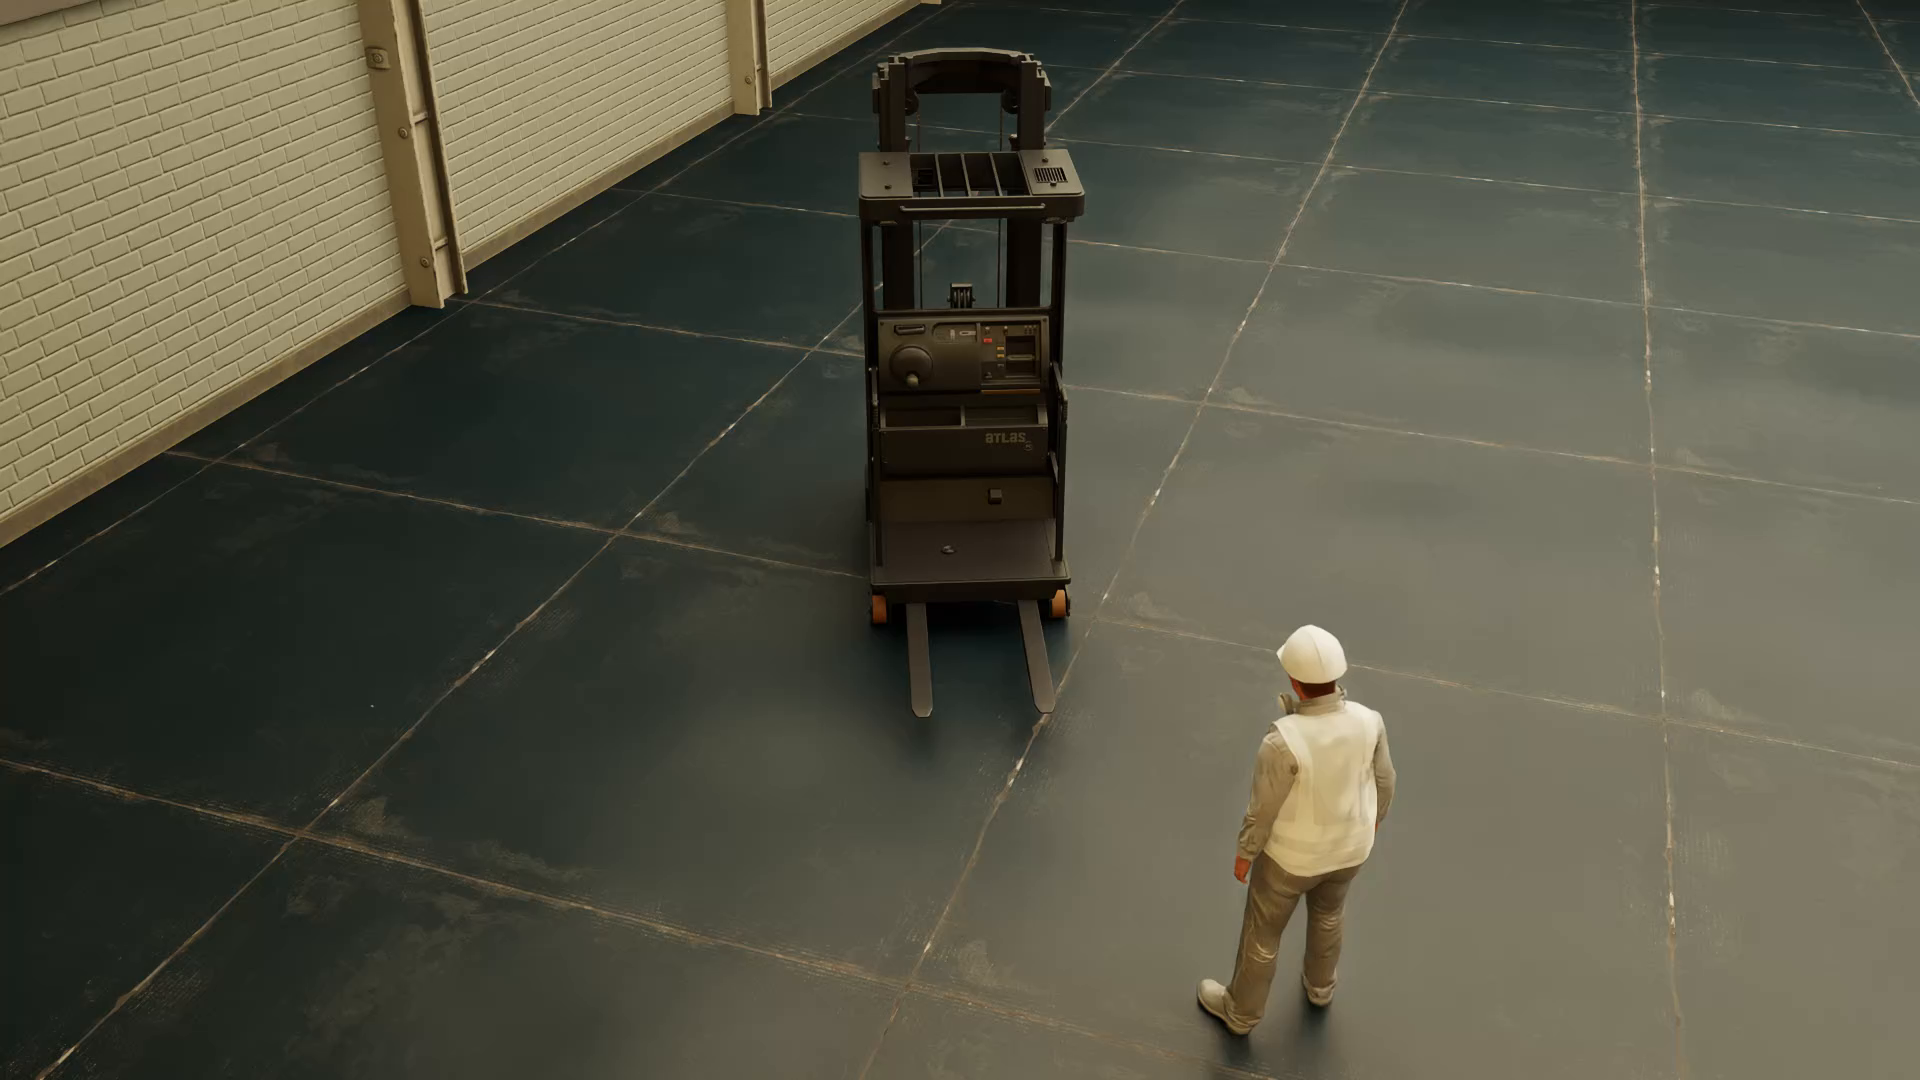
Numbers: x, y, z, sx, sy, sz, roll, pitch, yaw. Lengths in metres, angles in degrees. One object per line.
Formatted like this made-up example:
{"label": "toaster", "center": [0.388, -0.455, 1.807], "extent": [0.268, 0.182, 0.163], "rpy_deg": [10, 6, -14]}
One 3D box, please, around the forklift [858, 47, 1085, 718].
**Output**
{"label": "forklift", "center": [0.035, -0.972, 8.842], "extent": [1.130, 2.935, 3.031], "rpy_deg": [-2, 30, -3]}

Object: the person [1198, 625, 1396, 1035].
{"label": "person", "center": [1.319, 1.122, 6.341], "extent": [0.650, 1.775, 0.464], "rpy_deg": [-9, 31, -16]}
